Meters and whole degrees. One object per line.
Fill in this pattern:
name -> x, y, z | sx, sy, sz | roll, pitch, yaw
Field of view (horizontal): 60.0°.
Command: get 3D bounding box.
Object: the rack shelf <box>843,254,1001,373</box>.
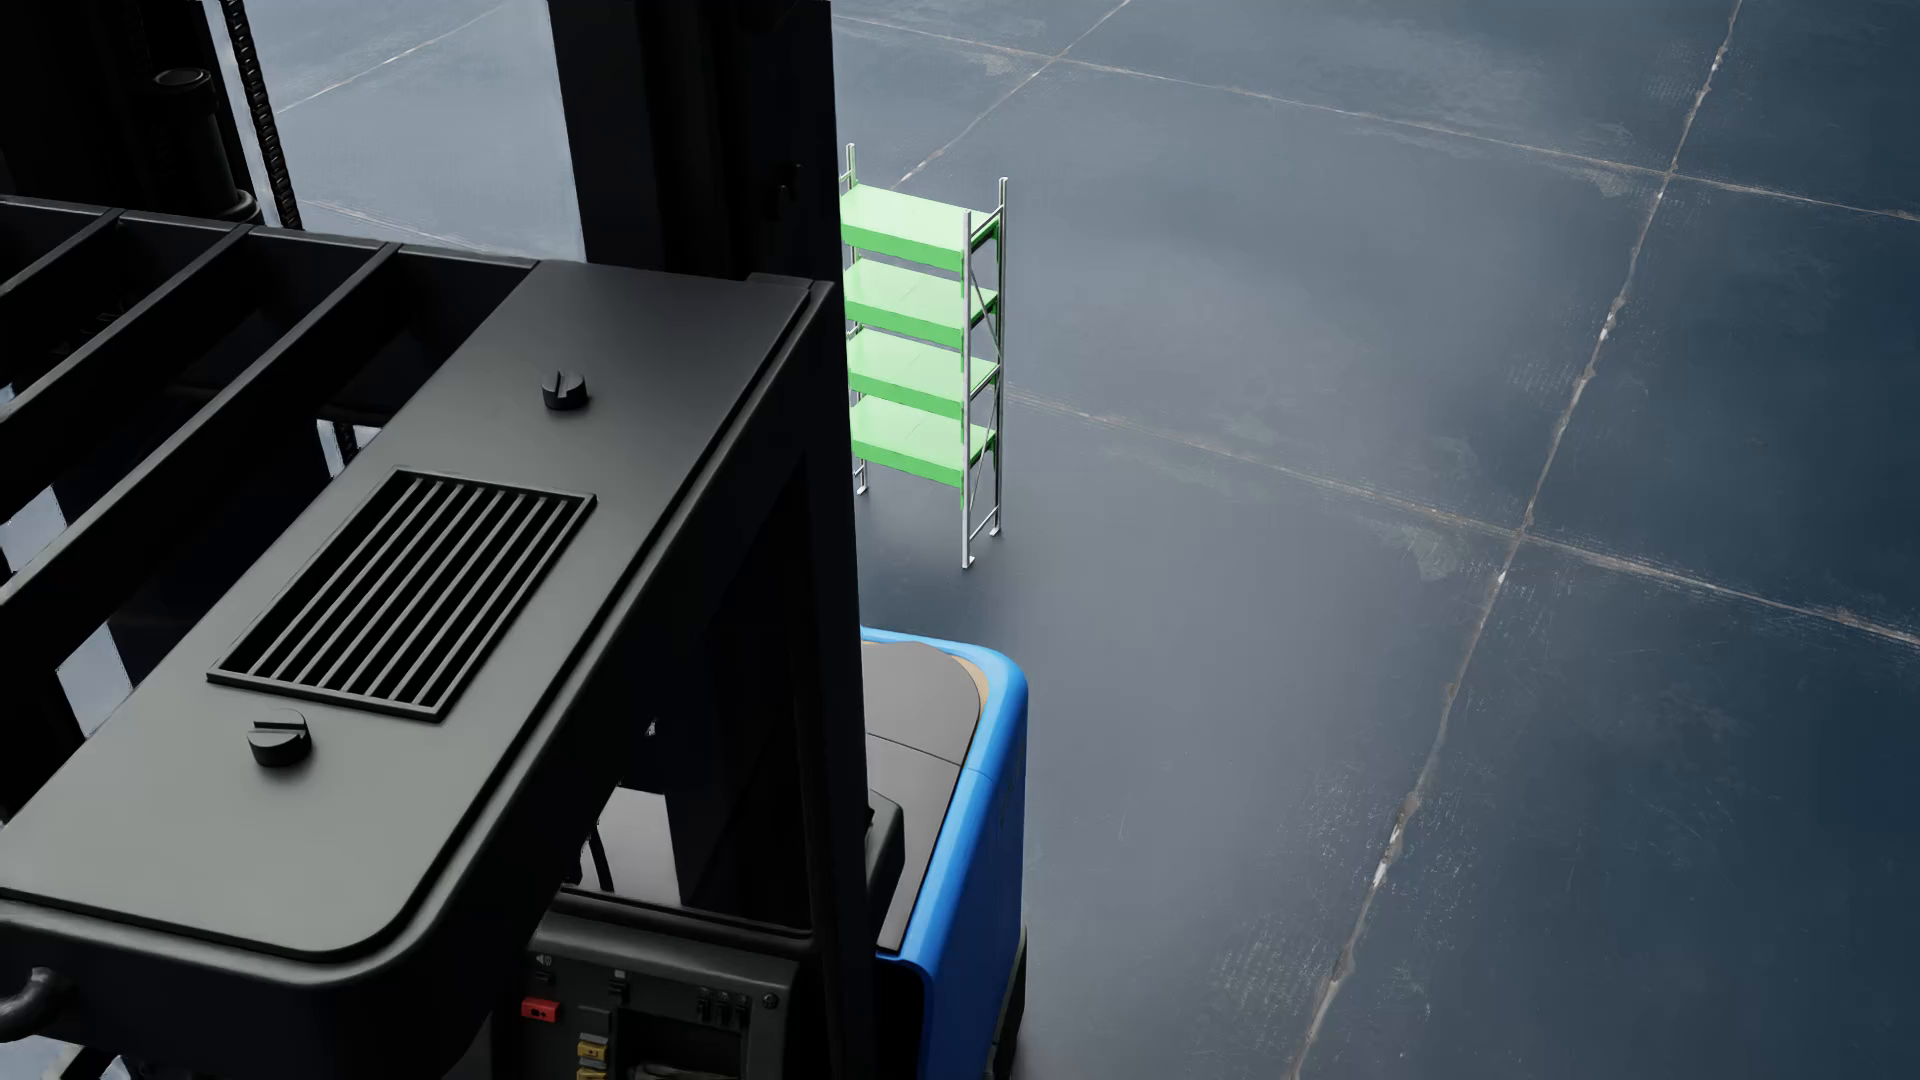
rack shelf -> -0.147, -0.664, 4.841 | 0.480, 0.148, 0.258 | 17, 41, 21

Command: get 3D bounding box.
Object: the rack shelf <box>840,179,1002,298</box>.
rack shelf -> -0.147, -0.855, 4.696 | 0.480, 0.148, 0.258 | 17, 41, 21

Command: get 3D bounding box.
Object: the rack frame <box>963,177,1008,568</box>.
rack frame -> 0.070, -0.456, 4.858 | 0.015, 1.200, 0.240 | 17, 41, 21

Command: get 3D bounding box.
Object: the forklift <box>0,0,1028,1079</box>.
forklift -> -0.704, 0.697, 1.907 | 1.130, 2.935, 3.031 | 8, 38, 11

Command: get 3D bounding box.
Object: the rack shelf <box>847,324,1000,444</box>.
rack shelf -> -0.147, -0.473, 4.987 | 0.480, 0.148, 0.258 | 17, 41, 21

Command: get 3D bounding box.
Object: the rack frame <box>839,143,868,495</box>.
rack frame -> -0.364, -0.592, 5.037 | 0.015, 1.200, 0.240 | 17, 41, 21

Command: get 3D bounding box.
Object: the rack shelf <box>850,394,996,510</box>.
rack shelf -> -0.147, -0.282, 5.132 | 0.480, 0.148, 0.258 | 17, 41, 21

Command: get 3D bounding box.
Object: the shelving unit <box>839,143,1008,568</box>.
shelving unit -> -0.147, -0.524, 4.948 | 0.503, 1.200, 0.258 | 17, 41, 21
